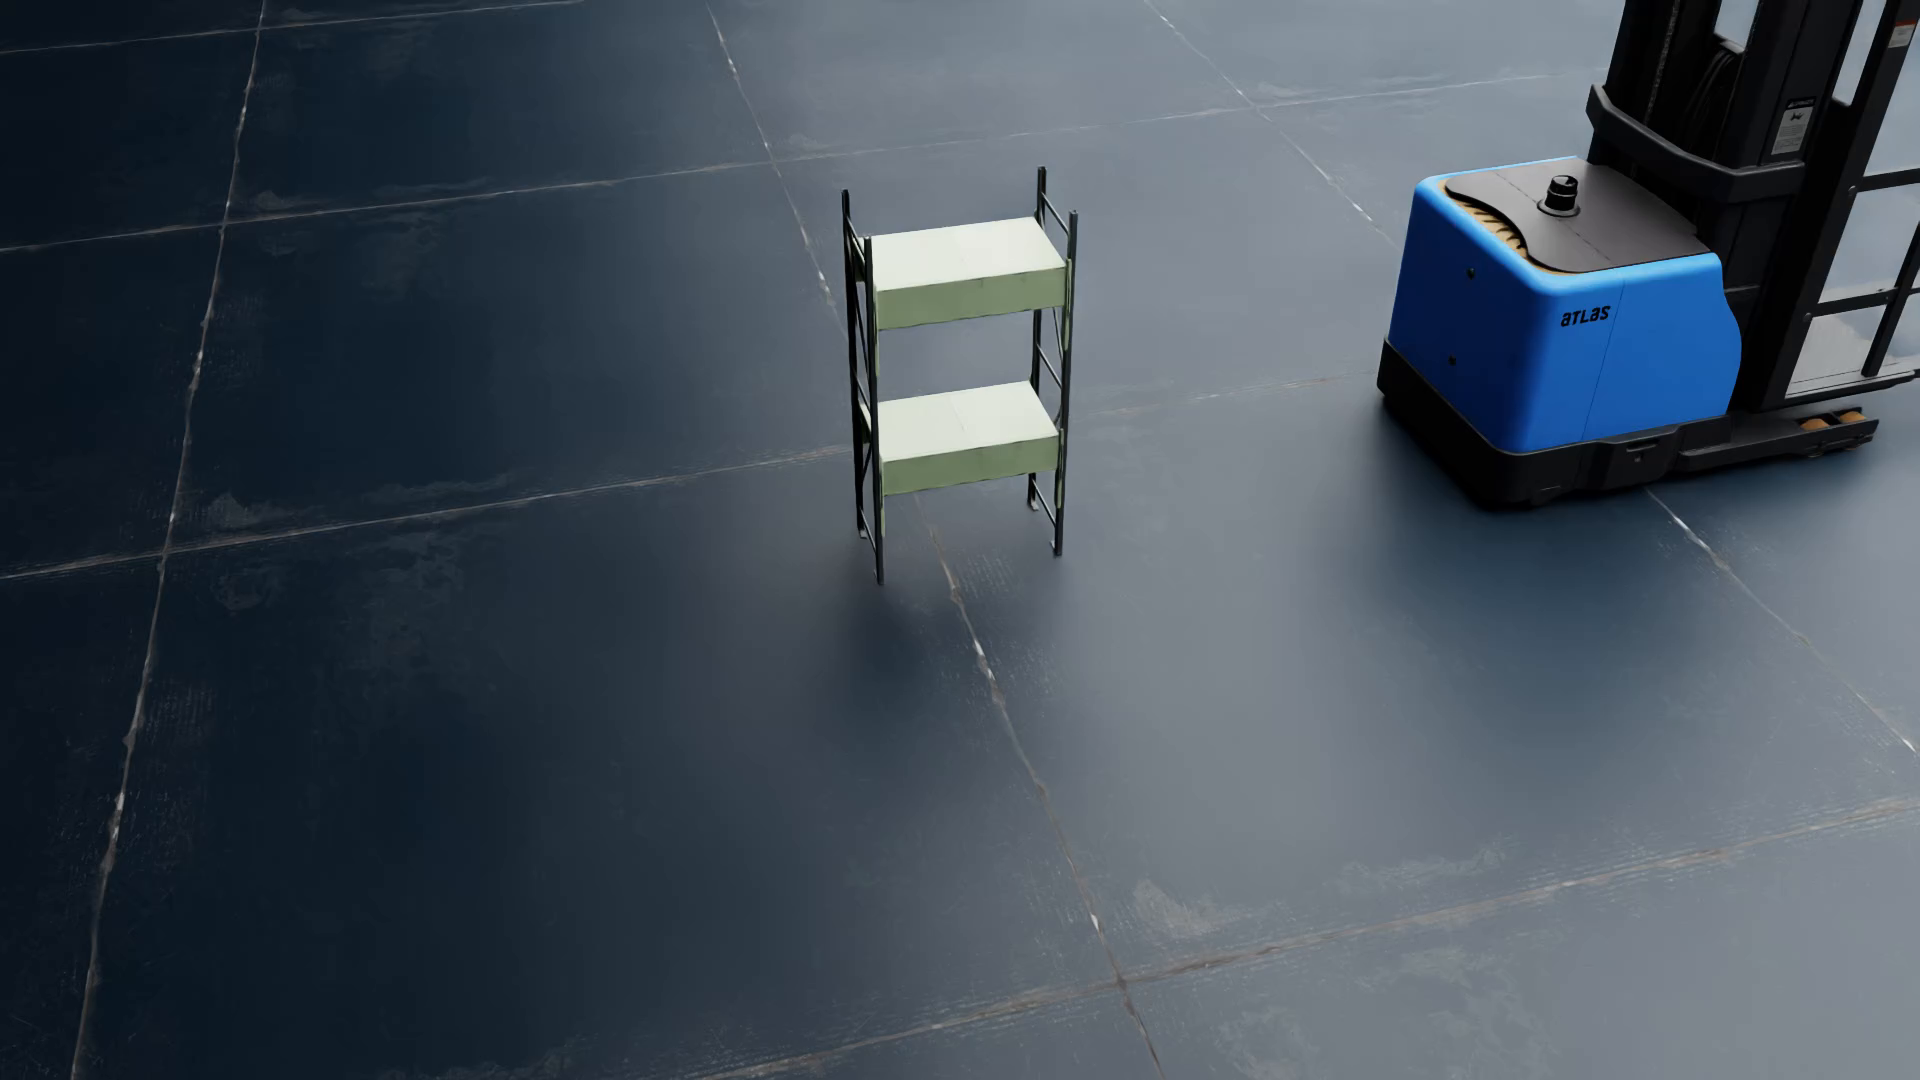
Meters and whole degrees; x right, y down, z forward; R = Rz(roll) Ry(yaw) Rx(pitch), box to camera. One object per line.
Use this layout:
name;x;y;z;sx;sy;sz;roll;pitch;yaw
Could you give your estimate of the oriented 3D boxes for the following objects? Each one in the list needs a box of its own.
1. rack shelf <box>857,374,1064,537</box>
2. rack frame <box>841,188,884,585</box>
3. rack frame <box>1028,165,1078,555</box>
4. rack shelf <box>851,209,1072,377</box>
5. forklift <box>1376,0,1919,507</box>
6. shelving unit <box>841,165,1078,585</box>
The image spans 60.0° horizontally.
rack shelf;-0.006;-0.336;6.491;0.720;0.370;0.431;-9;38;-12
rack frame;-0.360;-0.537;6.217;0.023;1.500;0.400;-9;38;-12
rack frame;0.347;-0.653;6.369;0.023;1.500;0.400;-9;38;-12
rack shelf;-0.006;-0.905;6.056;0.720;0.370;0.431;-9;38;-12
forklift;3.467;-1.818;6.715;3.031;2.935;1.130;-11;39;-14
shelving unit;-0.006;-0.595;6.293;0.755;1.500;0.431;-9;38;-12
